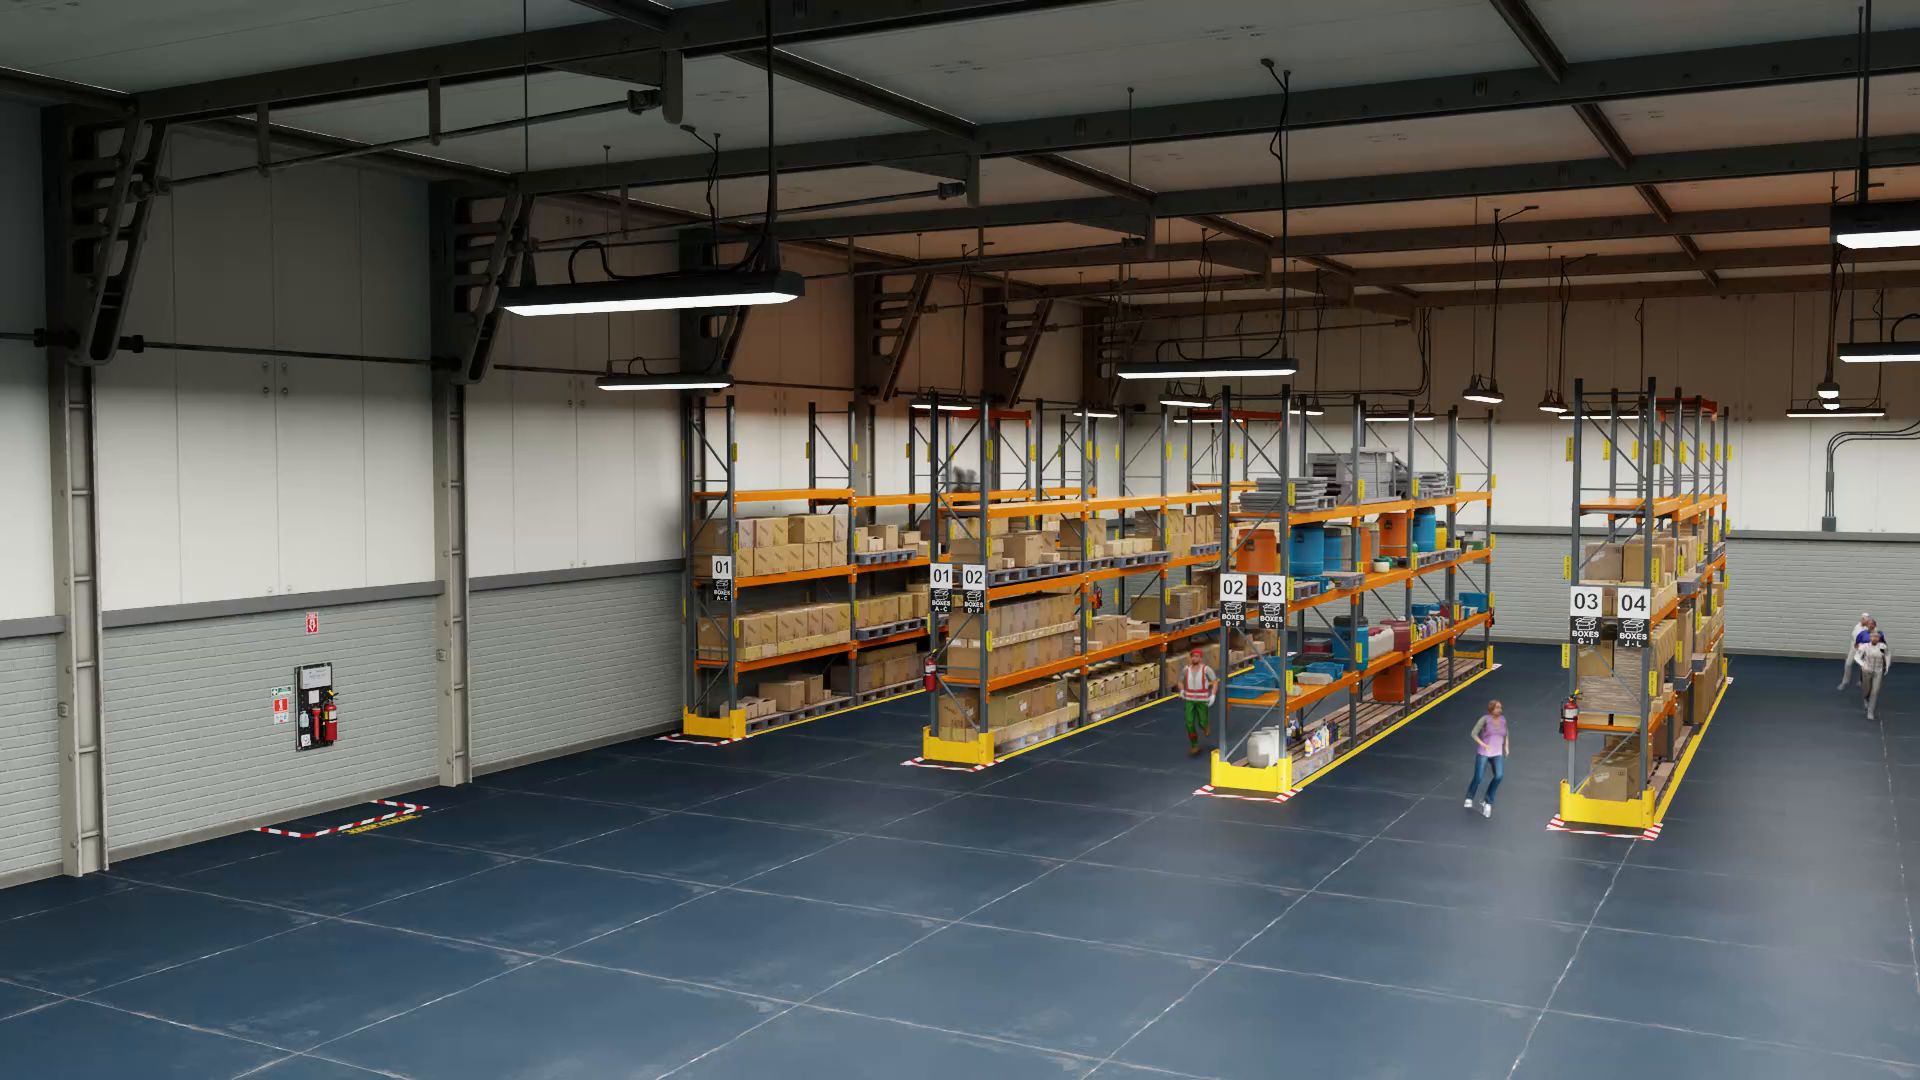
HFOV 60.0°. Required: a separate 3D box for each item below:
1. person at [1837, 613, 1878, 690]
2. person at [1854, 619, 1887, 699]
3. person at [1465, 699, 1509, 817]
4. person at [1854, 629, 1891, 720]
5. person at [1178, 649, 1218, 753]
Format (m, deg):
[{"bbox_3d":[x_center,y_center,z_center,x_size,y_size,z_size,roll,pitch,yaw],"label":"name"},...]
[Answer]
[{"bbox_3d":[19.054,2.348,35.079,0.855,1.653,0.687,-2,4,-34],"label":"person"},{"bbox_3d":[18.566,2.423,33.931,0.580,1.637,0.710,2,3,31],"label":"person"},{"bbox_3d":[7.372,3.005,23.102,0.606,1.597,0.623,0,3,-3],"label":"person"},{"bbox_3d":[17.263,2.515,31.456,0.639,1.687,0.917,1,3,22],"label":"person"},{"bbox_3d":[3.977,2.680,27.893,0.676,1.725,0.675,1,3,18],"label":"person"}]
